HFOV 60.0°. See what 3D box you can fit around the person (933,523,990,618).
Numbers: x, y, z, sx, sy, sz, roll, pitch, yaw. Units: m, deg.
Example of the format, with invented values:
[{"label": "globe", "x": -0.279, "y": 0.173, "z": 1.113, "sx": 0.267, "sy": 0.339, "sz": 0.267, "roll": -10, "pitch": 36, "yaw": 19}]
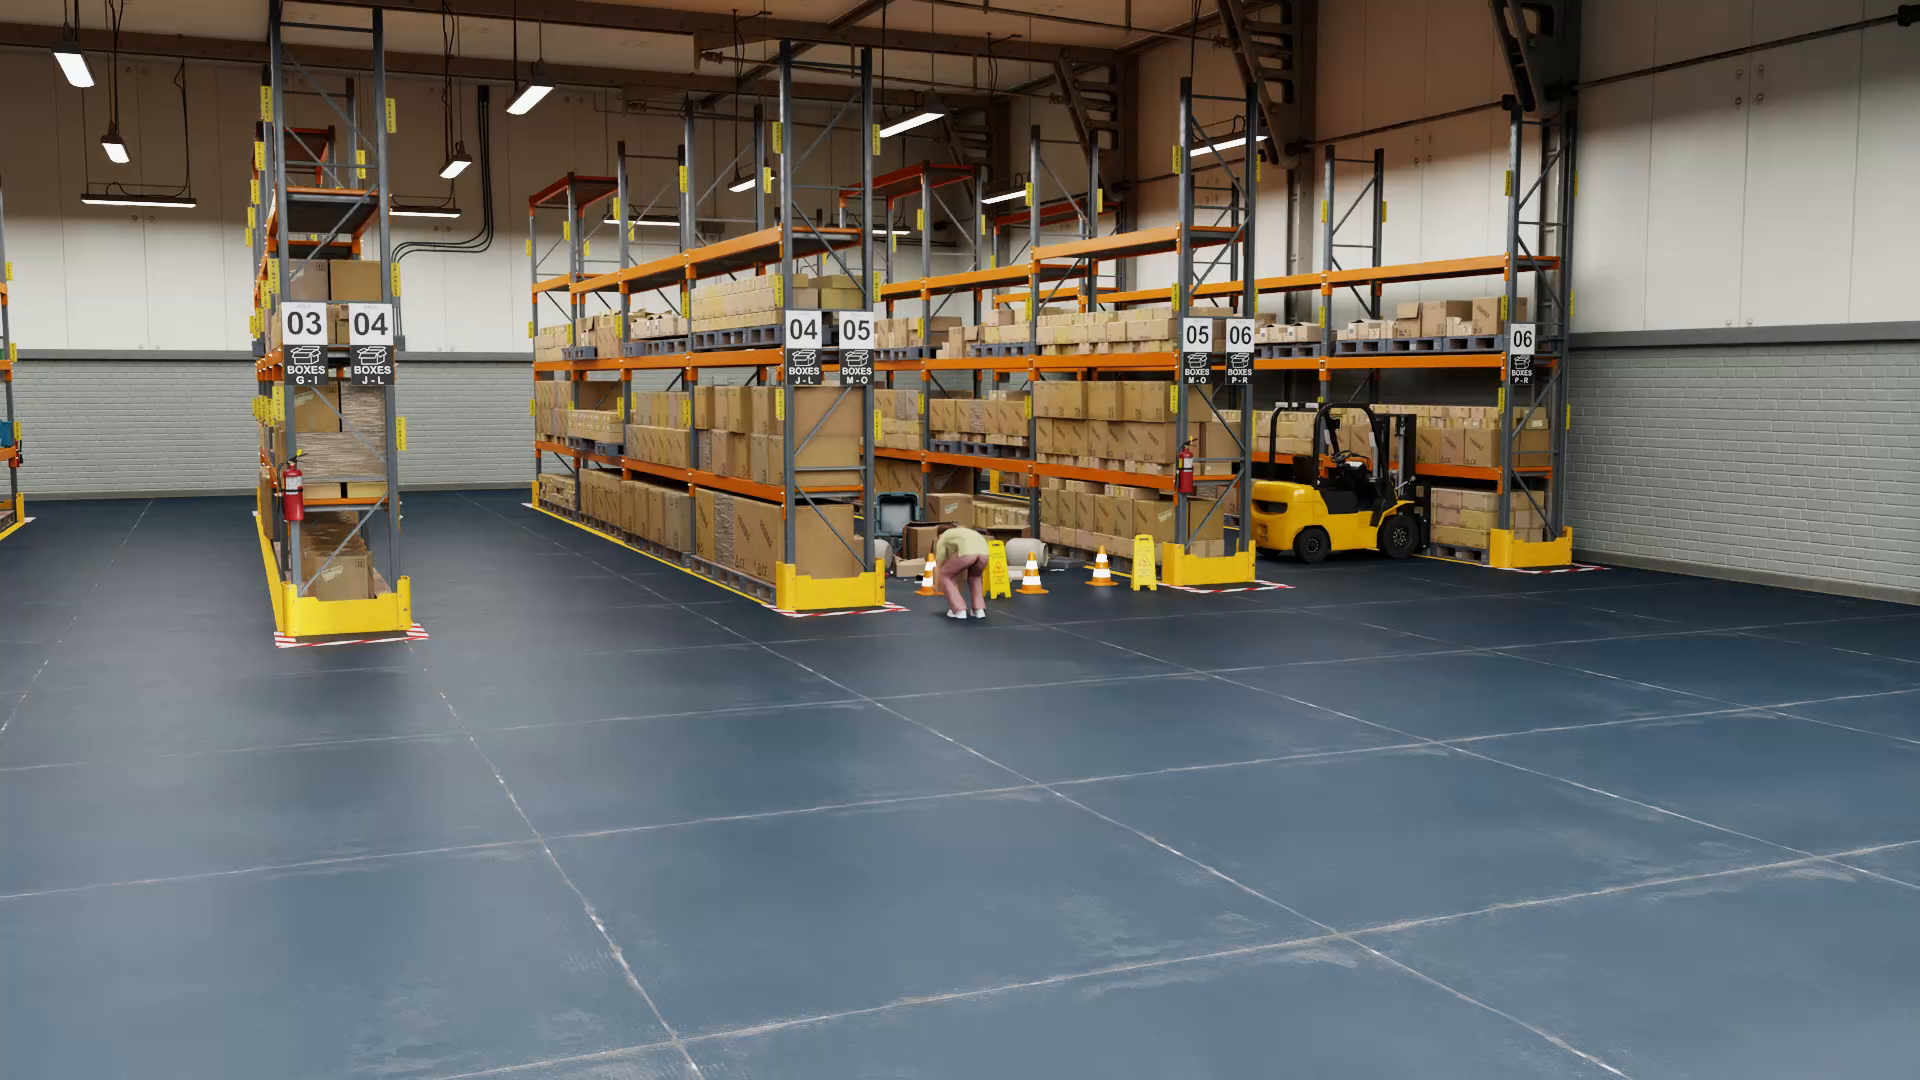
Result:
[{"label": "person", "x": 0.000, "y": 0.310, "z": 17.452, "sx": 0.475, "sy": 0.965, "sz": 0.867, "roll": -3, "pitch": 6, "yaw": -26}]
